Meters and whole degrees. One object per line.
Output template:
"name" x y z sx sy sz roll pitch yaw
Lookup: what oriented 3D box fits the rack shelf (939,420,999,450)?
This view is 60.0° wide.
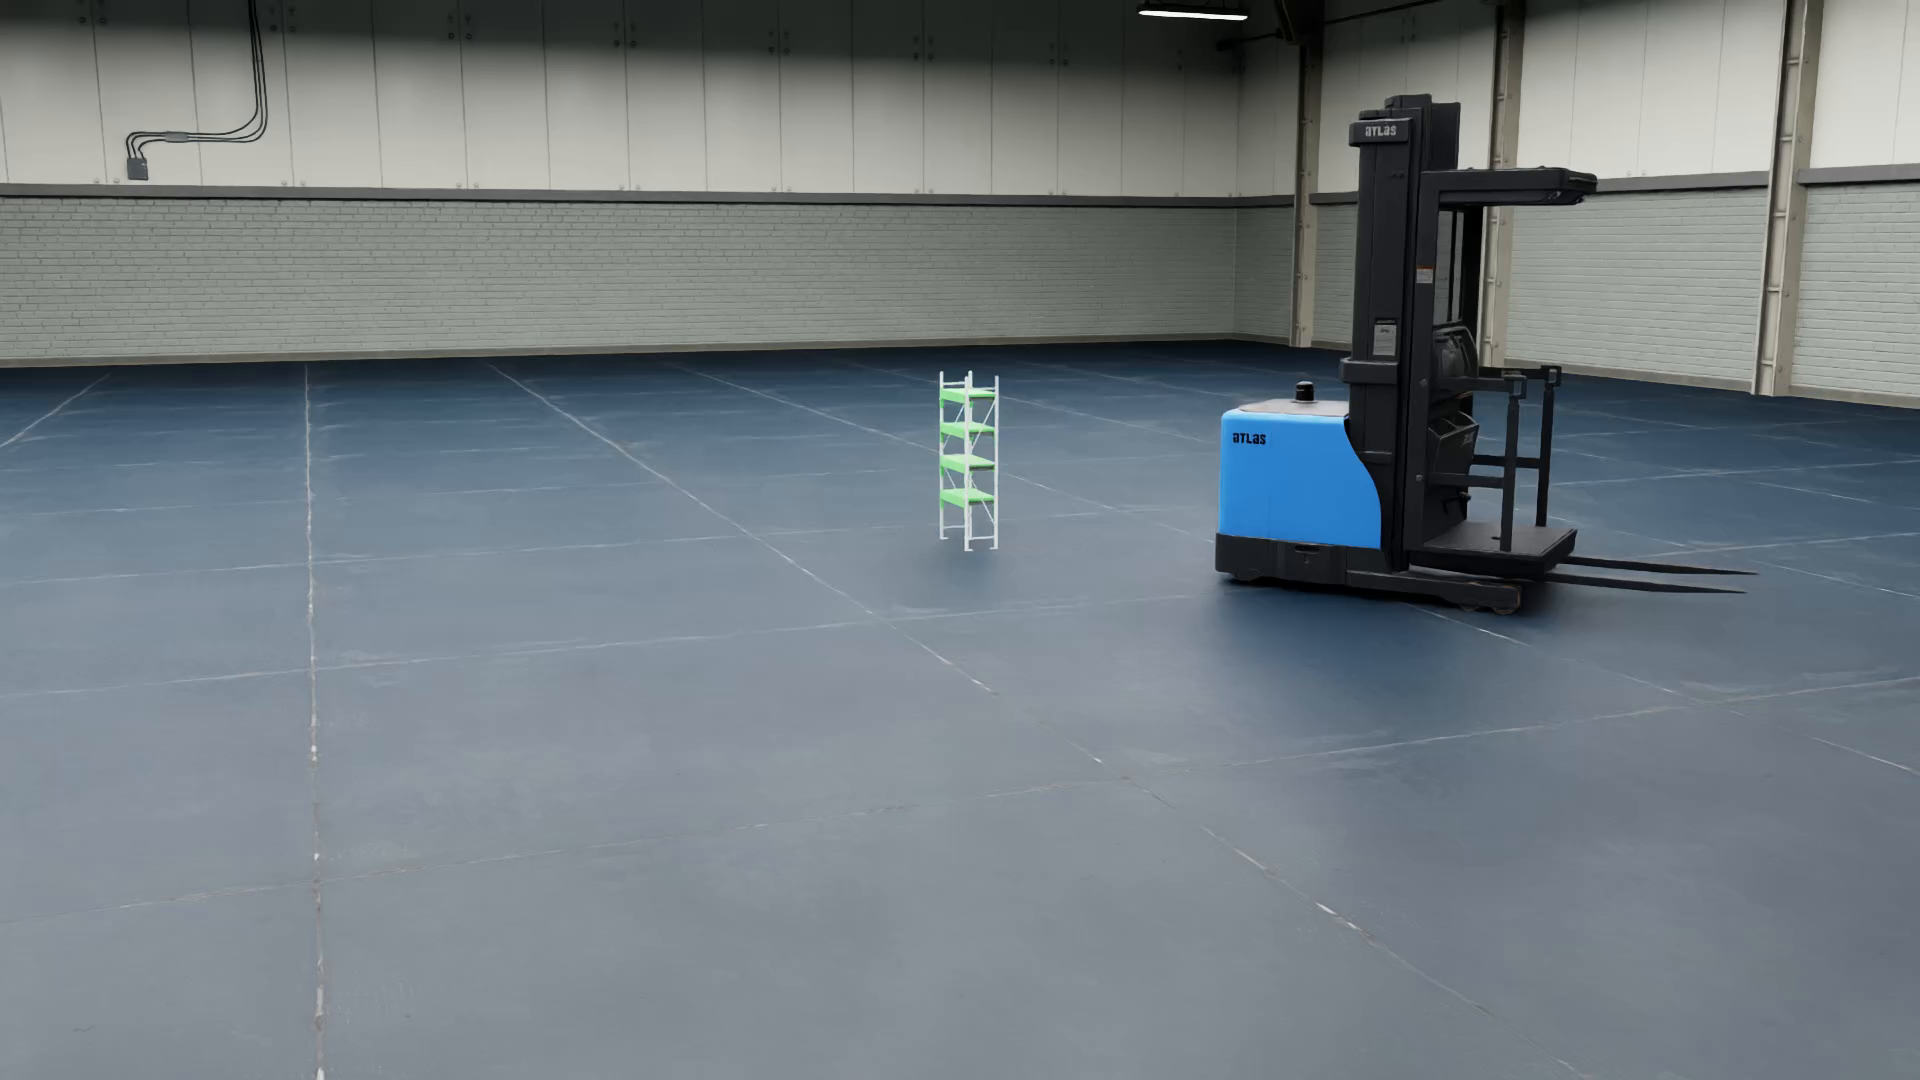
"rack shelf" 0.060 -0.737 11.632 0.258 0.148 0.480 -4 11 -21

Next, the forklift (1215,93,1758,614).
"forklift" 3.137 -1.123 9.864 3.031 2.935 1.130 6 12 30

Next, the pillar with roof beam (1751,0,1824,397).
"pillar with roof beam" 7.382 -6.197 21.062 9.100 9.000 0.400 -4 11 -21

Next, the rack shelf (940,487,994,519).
"rack shelf" 0.060 -0.265 11.716 0.258 0.148 0.480 -4 11 -21

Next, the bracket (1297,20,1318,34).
"bracket" 6.866 -10.111 32.787 0.235 0.232 0.430 -4 11 -21

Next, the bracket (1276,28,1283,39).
"bracket" 6.565 -10.246 33.549 0.235 0.232 0.430 -4 11 -21

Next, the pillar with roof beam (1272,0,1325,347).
"pillar with roof beam" 3.034 -8.156 32.074 9.100 9.000 0.548 -4 11 -21

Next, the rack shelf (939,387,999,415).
"rack shelf" 0.060 -0.973 11.590 0.258 0.148 0.480 -4 11 -21

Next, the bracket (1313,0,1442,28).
"bracket" 7.799 -9.690 30.423 0.076 0.066 4.783 -4 11 -21

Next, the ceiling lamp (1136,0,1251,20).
"ceiling lamp" 3.823 -10.357 27.783 2.000 3.185 0.800 -4 11 -21

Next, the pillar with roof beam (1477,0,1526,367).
"pillar with roof beam" 5.208 -7.176 26.568 9.100 9.000 0.548 -4 11 -21

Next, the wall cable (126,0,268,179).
"wall cable" -13.294 -9.269 28.621 2.305 6.003 0.169 -4 11 -21

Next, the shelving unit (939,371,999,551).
"shelving unit" 0.060 -0.564 11.663 0.258 1.200 0.503 -4 11 -21

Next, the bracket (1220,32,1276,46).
"bracket" 5.920 -10.537 35.181 0.076 0.066 3.189 -4 11 -21

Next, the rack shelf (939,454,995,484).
"rack shelf" 0.060 -0.501 11.674 0.258 0.148 0.480 -4 11 -21

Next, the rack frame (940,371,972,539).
"rack frame" -0.028 -0.604 11.887 0.240 1.200 0.015 -4 11 -21

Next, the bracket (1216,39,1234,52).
"bracket" 5.706 -10.633 35.723 0.235 0.232 0.430 -4 11 -21

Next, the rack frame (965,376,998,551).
"rack frame" 0.148 -0.524 11.439 0.240 1.200 0.015 -4 11 -21
